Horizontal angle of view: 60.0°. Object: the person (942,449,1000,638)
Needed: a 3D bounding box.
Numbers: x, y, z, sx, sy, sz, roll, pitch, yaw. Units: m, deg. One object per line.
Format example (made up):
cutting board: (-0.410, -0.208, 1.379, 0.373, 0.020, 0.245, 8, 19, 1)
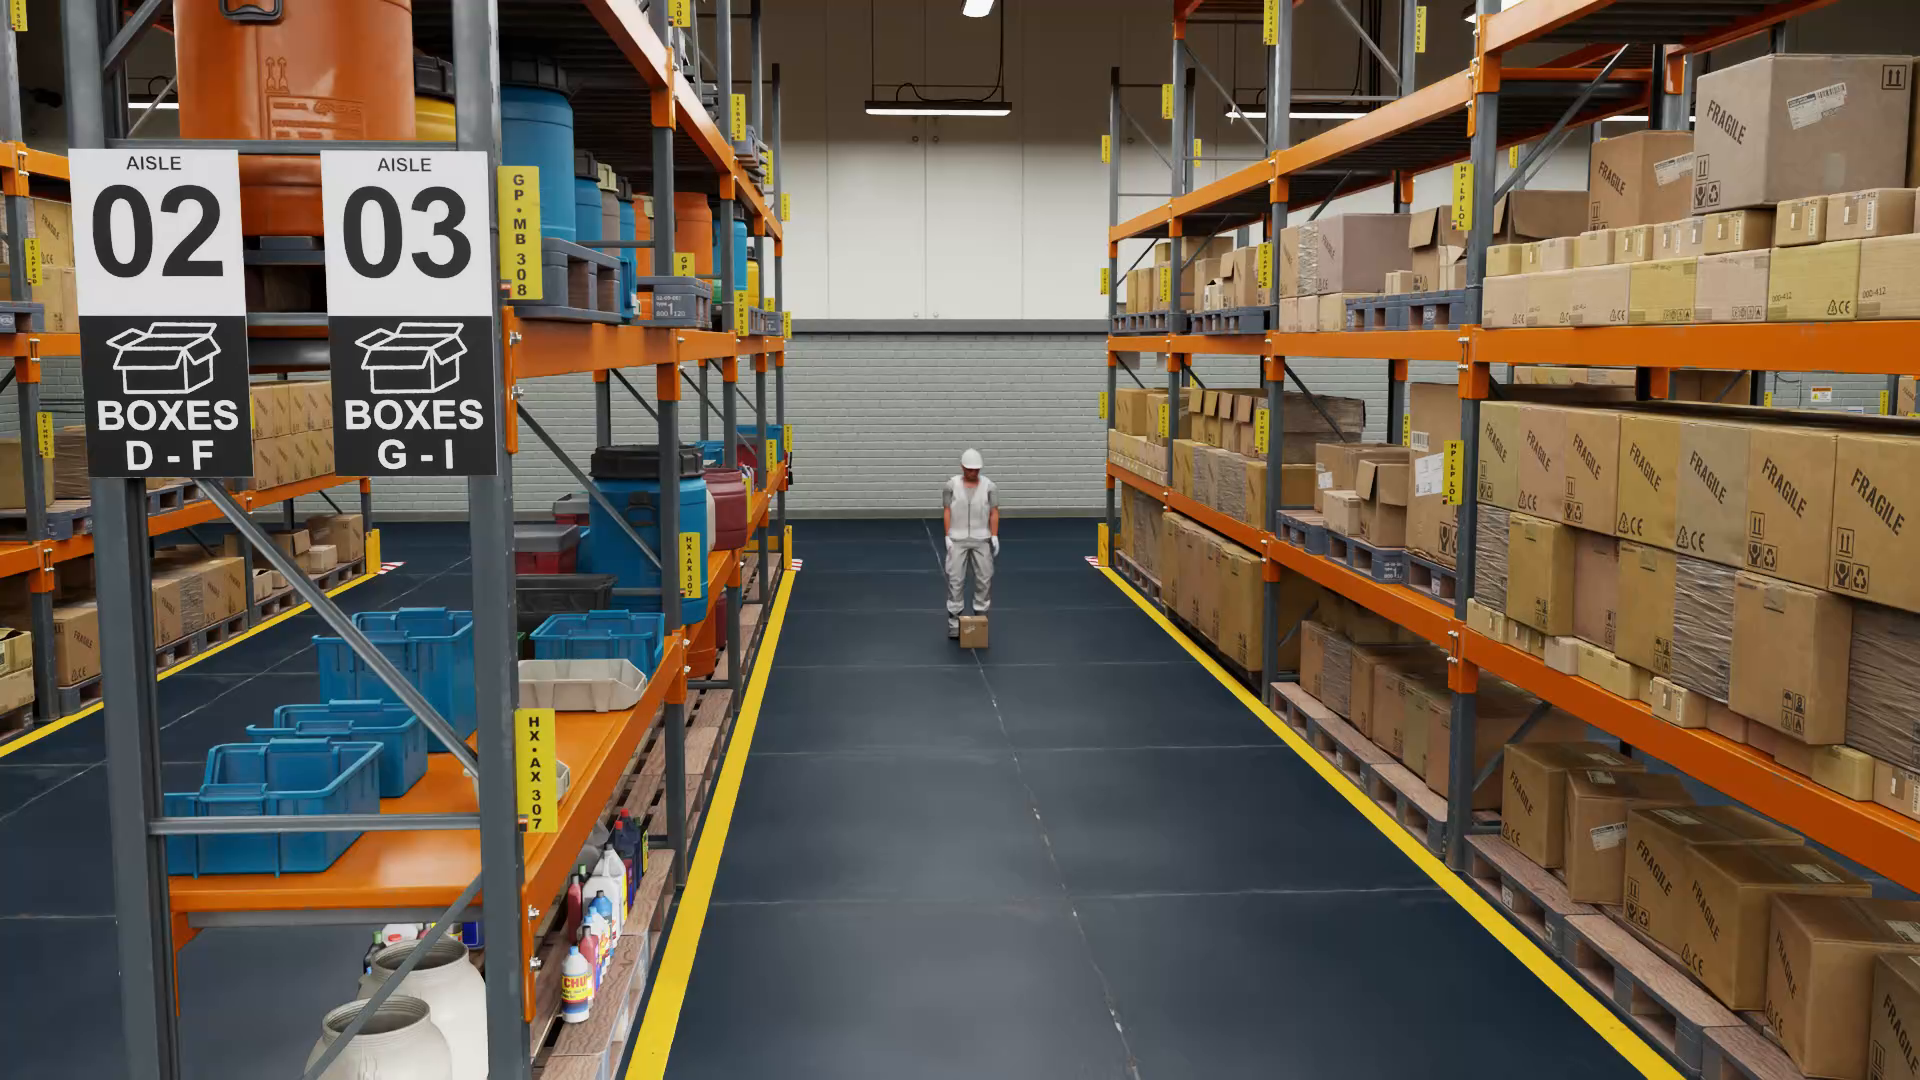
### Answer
person: (0.105, 0.028, 15.490, 0.533, 1.767, 0.388, 0, 7, -3)
